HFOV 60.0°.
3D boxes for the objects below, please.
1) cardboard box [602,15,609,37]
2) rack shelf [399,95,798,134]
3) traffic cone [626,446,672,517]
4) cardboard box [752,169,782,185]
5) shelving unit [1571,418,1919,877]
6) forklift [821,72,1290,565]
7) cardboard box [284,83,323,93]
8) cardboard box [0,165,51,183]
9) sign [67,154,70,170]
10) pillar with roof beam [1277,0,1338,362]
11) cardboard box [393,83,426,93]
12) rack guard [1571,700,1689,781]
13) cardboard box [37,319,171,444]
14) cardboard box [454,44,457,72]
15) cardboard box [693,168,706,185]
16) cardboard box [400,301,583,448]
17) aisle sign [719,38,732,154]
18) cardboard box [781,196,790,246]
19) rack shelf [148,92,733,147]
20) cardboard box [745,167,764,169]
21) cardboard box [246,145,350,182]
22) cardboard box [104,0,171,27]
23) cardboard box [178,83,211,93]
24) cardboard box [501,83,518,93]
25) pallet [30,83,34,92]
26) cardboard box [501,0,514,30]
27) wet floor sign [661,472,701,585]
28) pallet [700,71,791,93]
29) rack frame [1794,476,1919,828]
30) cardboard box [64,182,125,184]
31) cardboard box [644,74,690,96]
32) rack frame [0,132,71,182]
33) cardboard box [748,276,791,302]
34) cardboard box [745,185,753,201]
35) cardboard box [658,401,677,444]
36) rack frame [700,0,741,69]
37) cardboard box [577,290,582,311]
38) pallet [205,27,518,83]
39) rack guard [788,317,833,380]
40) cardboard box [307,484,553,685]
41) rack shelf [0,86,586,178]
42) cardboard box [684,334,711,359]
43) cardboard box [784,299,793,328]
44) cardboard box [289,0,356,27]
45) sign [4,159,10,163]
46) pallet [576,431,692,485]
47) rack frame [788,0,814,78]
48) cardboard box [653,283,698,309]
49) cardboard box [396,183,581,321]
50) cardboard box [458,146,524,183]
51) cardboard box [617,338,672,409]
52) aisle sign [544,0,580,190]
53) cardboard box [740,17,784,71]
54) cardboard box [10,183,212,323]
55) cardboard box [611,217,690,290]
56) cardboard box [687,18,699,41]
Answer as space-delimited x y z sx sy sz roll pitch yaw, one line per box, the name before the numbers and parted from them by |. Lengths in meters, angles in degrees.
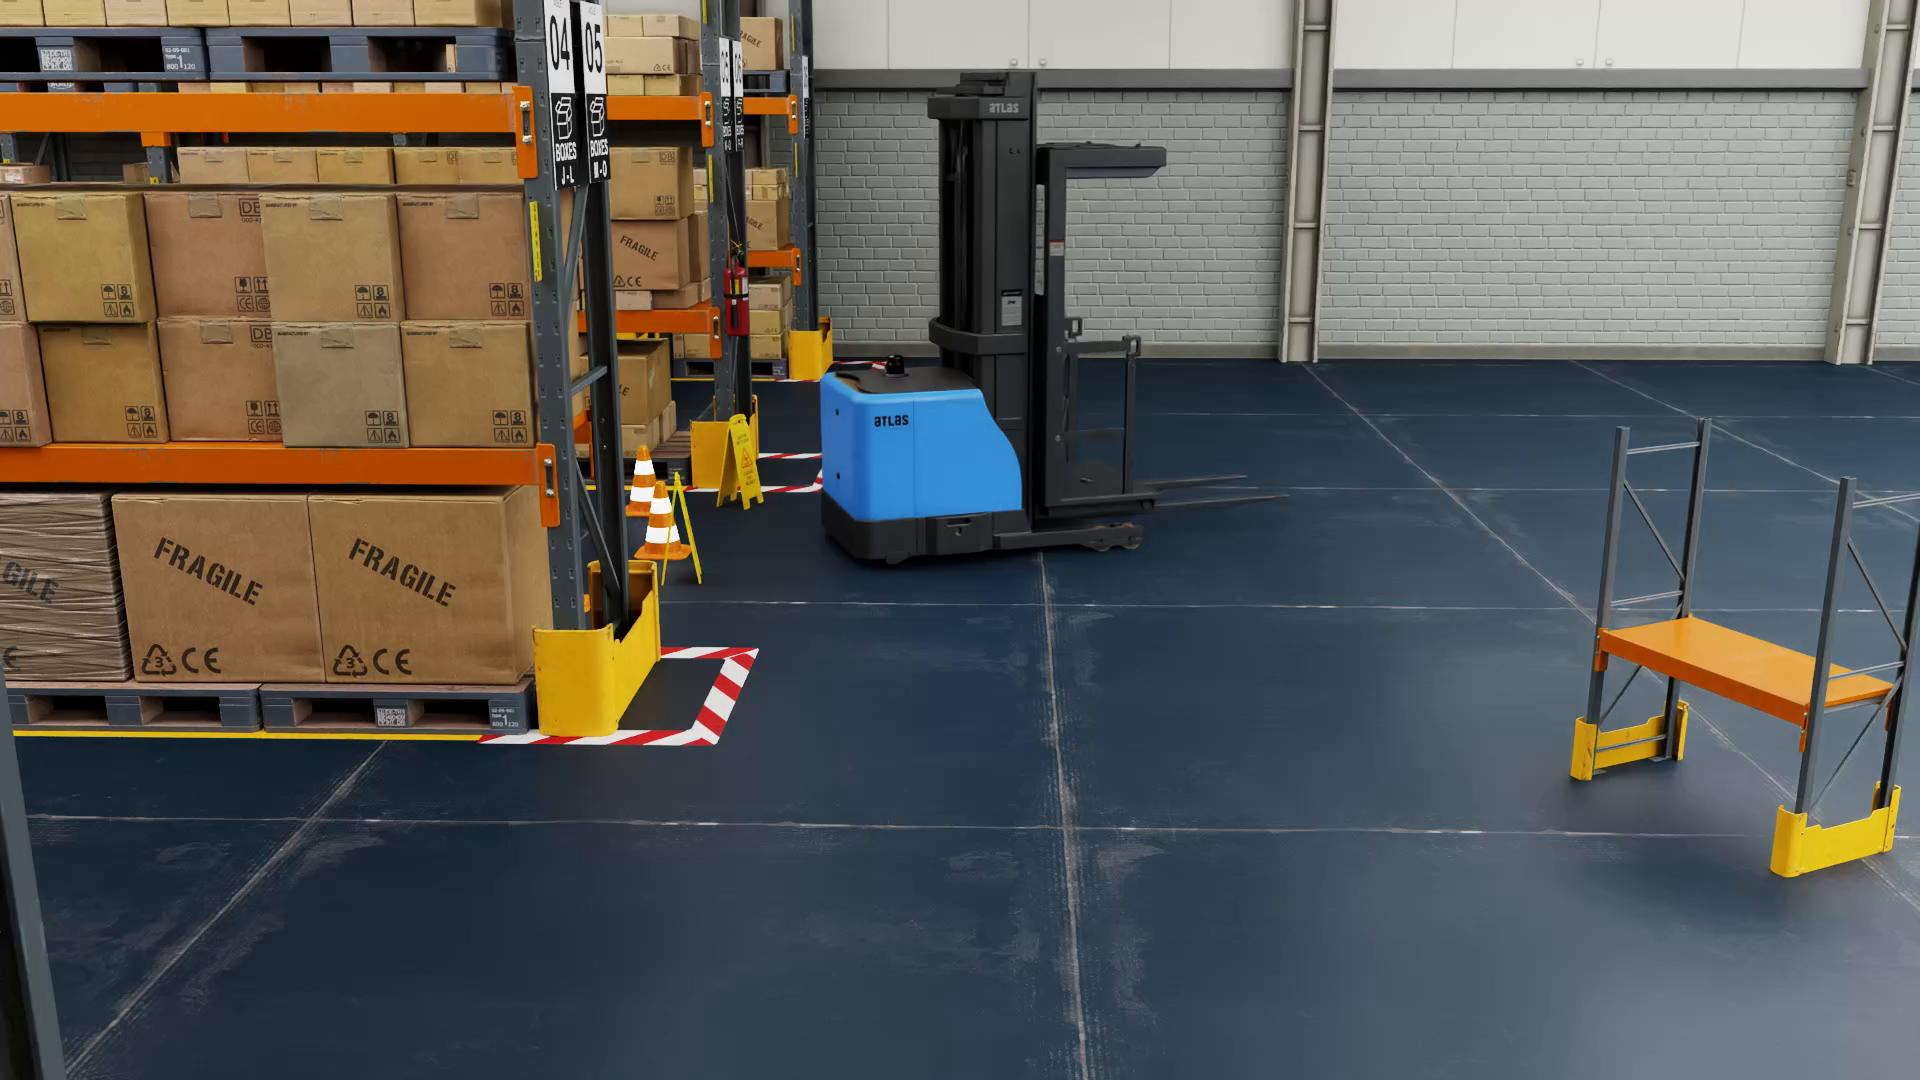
cardboard box | -2.580 -3.627 11.756 0.250 0.149 0.380 0 15 1
rack shelf | -3.598 -4.358 17.010 4.000 0.370 1.077 0 15 1
traffic cone | -2.185 -0.424 11.541 0.334 0.463 0.336 0 15 1
cardboard box | -1.963 -3.697 16.923 0.250 0.149 0.380 0 15 2
shelving unit | 3.079 0.364 6.521 0.587 1.500 1.083 -7 16 -24
forklift | 0.662 -1.465 10.648 3.031 2.935 1.130 -5 15 -17
cardboard box | -4.655 -3.266 11.953 0.250 0.149 0.380 1 15 3
cardboard box | -6.877 -2.659 12.163 0.250 0.149 0.380 0 15 0
sign | -9.586 -3.996 17.838 0.005 0.325 0.100 0 15 1
pillar with roof beam | 3.616 -5.241 13.065 0.400 9.000 9.100 0 15 1
cardboard box | -3.871 -3.257 11.918 0.250 0.149 0.380 0 15 2
rack guard | 2.868 0.853 7.117 0.587 0.250 0.087 -7 16 -24
cardboard box | -3.758 -0.804 7.713 0.500 0.550 0.875 0 15 1
cardboard box | -3.262 -3.439 11.826 0.500 0.250 0.500 1 15 3
cardboard box | -2.719 -3.706 16.958 0.250 0.149 0.380 0 15 2
cardboard box | -2.120 -0.777 7.613 0.550 0.550 0.875 0 15 1
aisle sign | -1.668 -3.160 11.840 0.004 0.787 0.394 0 15 1
cardboard box | -2.087 -3.365 17.519 0.500 0.500 0.500 1 15 3
rack shelf | -3.721 -3.093 12.212 4.000 0.370 1.077 0 15 1
cardboard box | -2.194 -3.823 17.400 0.250 0.149 0.380 1 15 3
cardboard box | -4.776 -2.612 12.120 0.500 0.500 0.700 0 15 2
cardboard box | -3.359 -2.218 6.962 0.250 0.149 0.380 0 15 2
cardboard box | -5.412 -3.267 11.954 0.250 0.149 0.380 0 15 1
cardboard box | -3.102 -3.249 11.886 0.250 0.149 0.380 0 15 1
pallet | -7.372 -3.400 12.334 1.003 0.211 1.213 0 15 1
cardboard box | -2.082 -2.378 7.568 0.250 0.149 0.380 0 15 2
wet floor sign | -1.668 -0.080 9.880 0.232 0.644 0.267 -2 15 -8
pallet | -2.305 -4.662 16.923 1.213 0.211 1.003 0 15 1
rack frame | 3.298 0.483 6.068 0.500 1.500 0.032 -7 16 -24
cardboard box | -6.683 -2.478 12.749 0.500 0.500 0.500 0 15 2
cardboard box | -2.086 -3.237 11.841 0.250 0.149 0.380 0 15 2
rack frame | -9.596 -3.295 17.449 0.127 3.000 1.000 0 15 1
cardboard box | -2.075 -2.651 17.616 0.500 0.250 0.500 0 15 1
cardboard box | -2.209 -3.530 16.871 0.250 0.149 0.380 1 15 2
cardboard box | -2.521 -0.926 13.038 0.500 0.250 0.500 0 15 1
rack frame | -1.722 -4.878 11.688 0.127 3.000 1.000 0 15 1
cardboard box | -2.871 -1.778 12.191 0.250 0.149 0.380 1 15 2
pallet | -2.489 -2.124 7.303 1.213 0.211 1.003 0 15 1
rack guard | -1.575 -2.034 17.570 0.348 0.500 1.175 0 15 1
cardboard box | -2.427 0.123 7.837 0.875 0.875 0.875 0 15 2
rack shelf | -3.747 -1.830 7.425 4.000 0.370 1.077 0 15 1
cardboard box | -2.574 -2.045 17.276 0.500 0.250 0.500 0 15 1
cardboard box | -2.064 -2.414 17.697 0.500 0.250 0.500 1 15 2
cardboard box | -2.597 -2.213 6.943 0.250 0.149 0.380 1 15 2
sign | -9.601 -3.678 16.787 0.005 0.325 0.100 0 15 1
pallet | -2.609 -0.644 12.865 1.213 0.211 1.003 0 15 1
rack frame | -1.599 -6.144 16.486 0.127 3.000 1.000 0 15 1
cardboard box | -2.101 -1.803 12.288 0.250 0.149 0.380 1 15 3
cardboard box | -2.117 -1.321 7.556 0.550 0.550 0.875 0 15 1
cardboard box | -3.257 -2.583 12.010 0.500 0.500 0.700 0 15 1
cardboard box | -2.545 -1.289 12.942 0.500 0.500 0.500 0 15 0
aisle sign | -1.684 -1.894 7.043 0.004 0.787 0.394 0 15 1
cardboard box | -2.048 -4.934 16.565 0.500 0.500 0.500 1 15 3
cardboard box | -3.759 -1.310 7.513 0.500 0.550 0.875 0 15 1
cardboard box | -2.272 -2.102 12.150 0.500 0.500 0.500 0 15 0
cardboard box | -2.072 -3.746 12.207 0.250 0.149 0.380 0 15 1
